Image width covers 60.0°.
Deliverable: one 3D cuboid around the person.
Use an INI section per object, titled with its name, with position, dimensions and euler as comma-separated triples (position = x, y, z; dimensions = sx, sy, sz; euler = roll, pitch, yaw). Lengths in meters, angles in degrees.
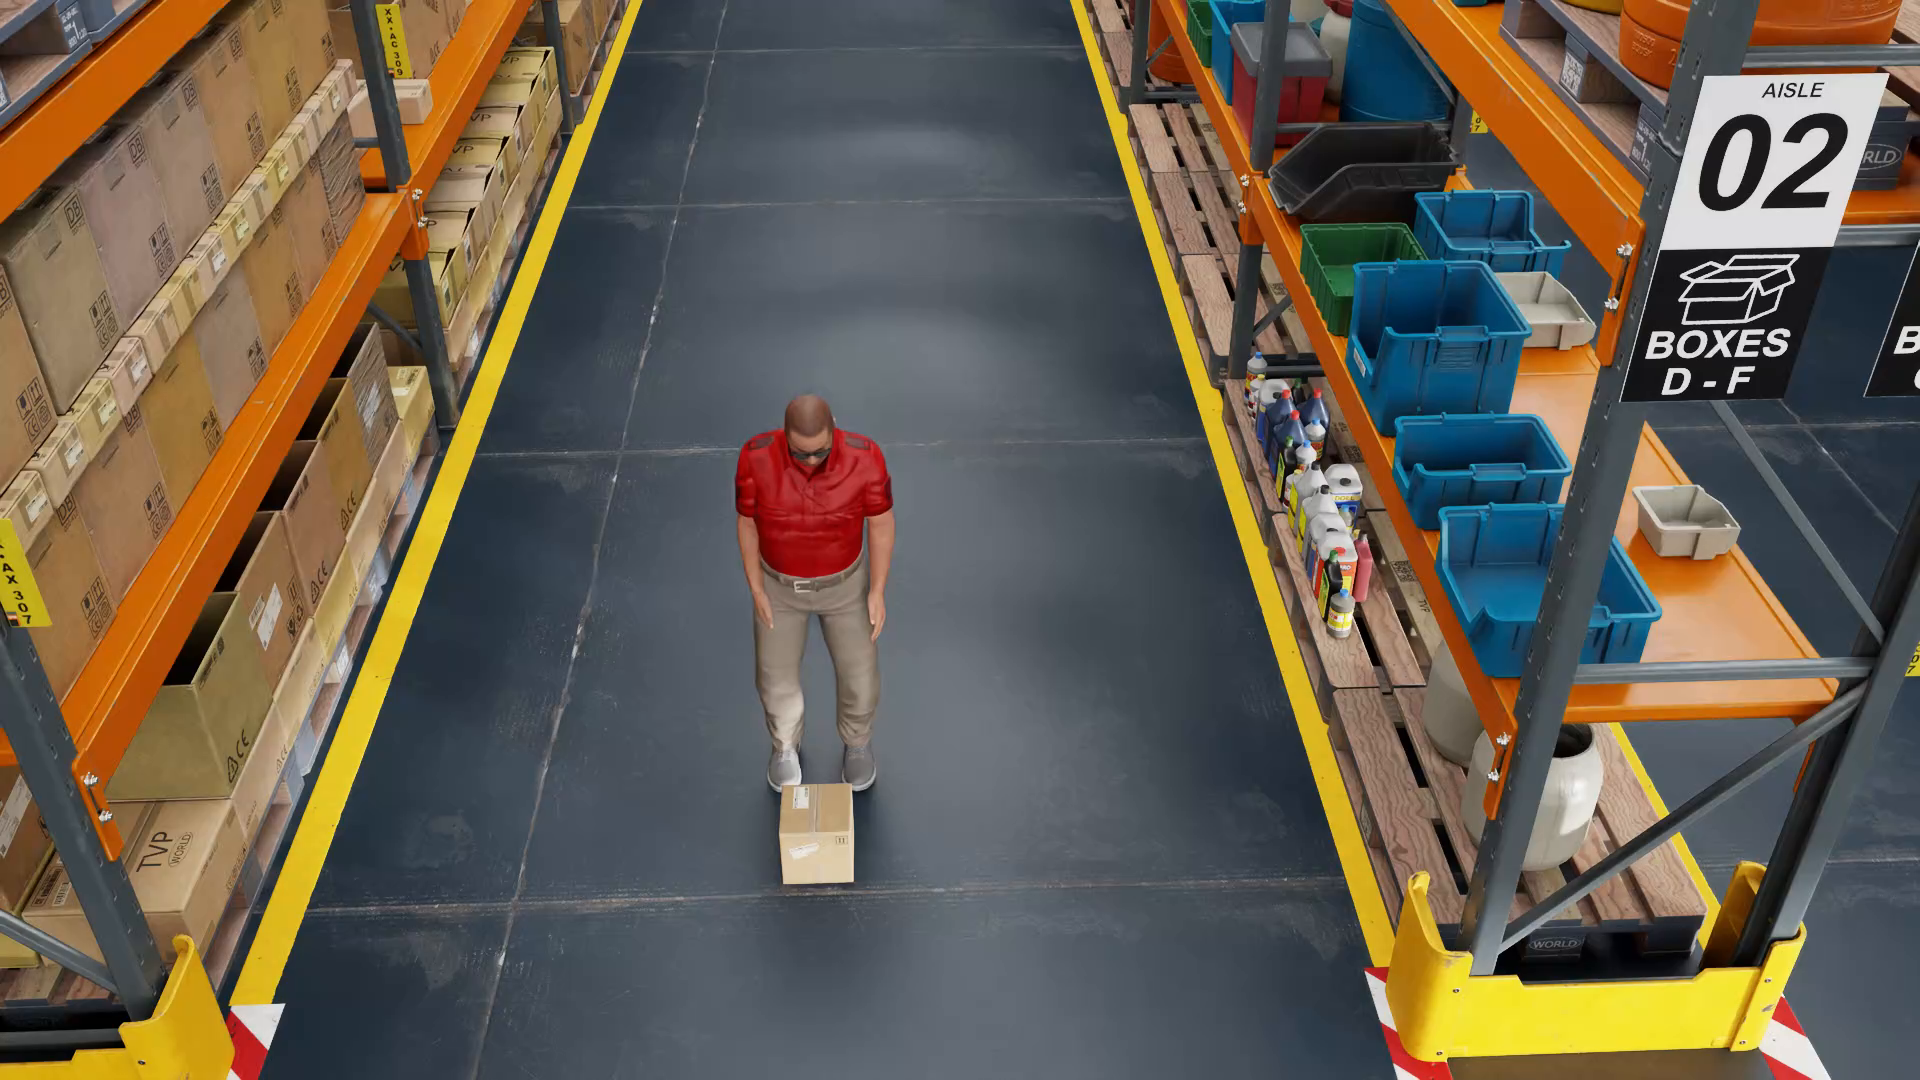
[person]
position = -0.503, 0.175, 5.957
dimensions = 0.553, 1.687, 0.410
euler = -1, 35, -1
